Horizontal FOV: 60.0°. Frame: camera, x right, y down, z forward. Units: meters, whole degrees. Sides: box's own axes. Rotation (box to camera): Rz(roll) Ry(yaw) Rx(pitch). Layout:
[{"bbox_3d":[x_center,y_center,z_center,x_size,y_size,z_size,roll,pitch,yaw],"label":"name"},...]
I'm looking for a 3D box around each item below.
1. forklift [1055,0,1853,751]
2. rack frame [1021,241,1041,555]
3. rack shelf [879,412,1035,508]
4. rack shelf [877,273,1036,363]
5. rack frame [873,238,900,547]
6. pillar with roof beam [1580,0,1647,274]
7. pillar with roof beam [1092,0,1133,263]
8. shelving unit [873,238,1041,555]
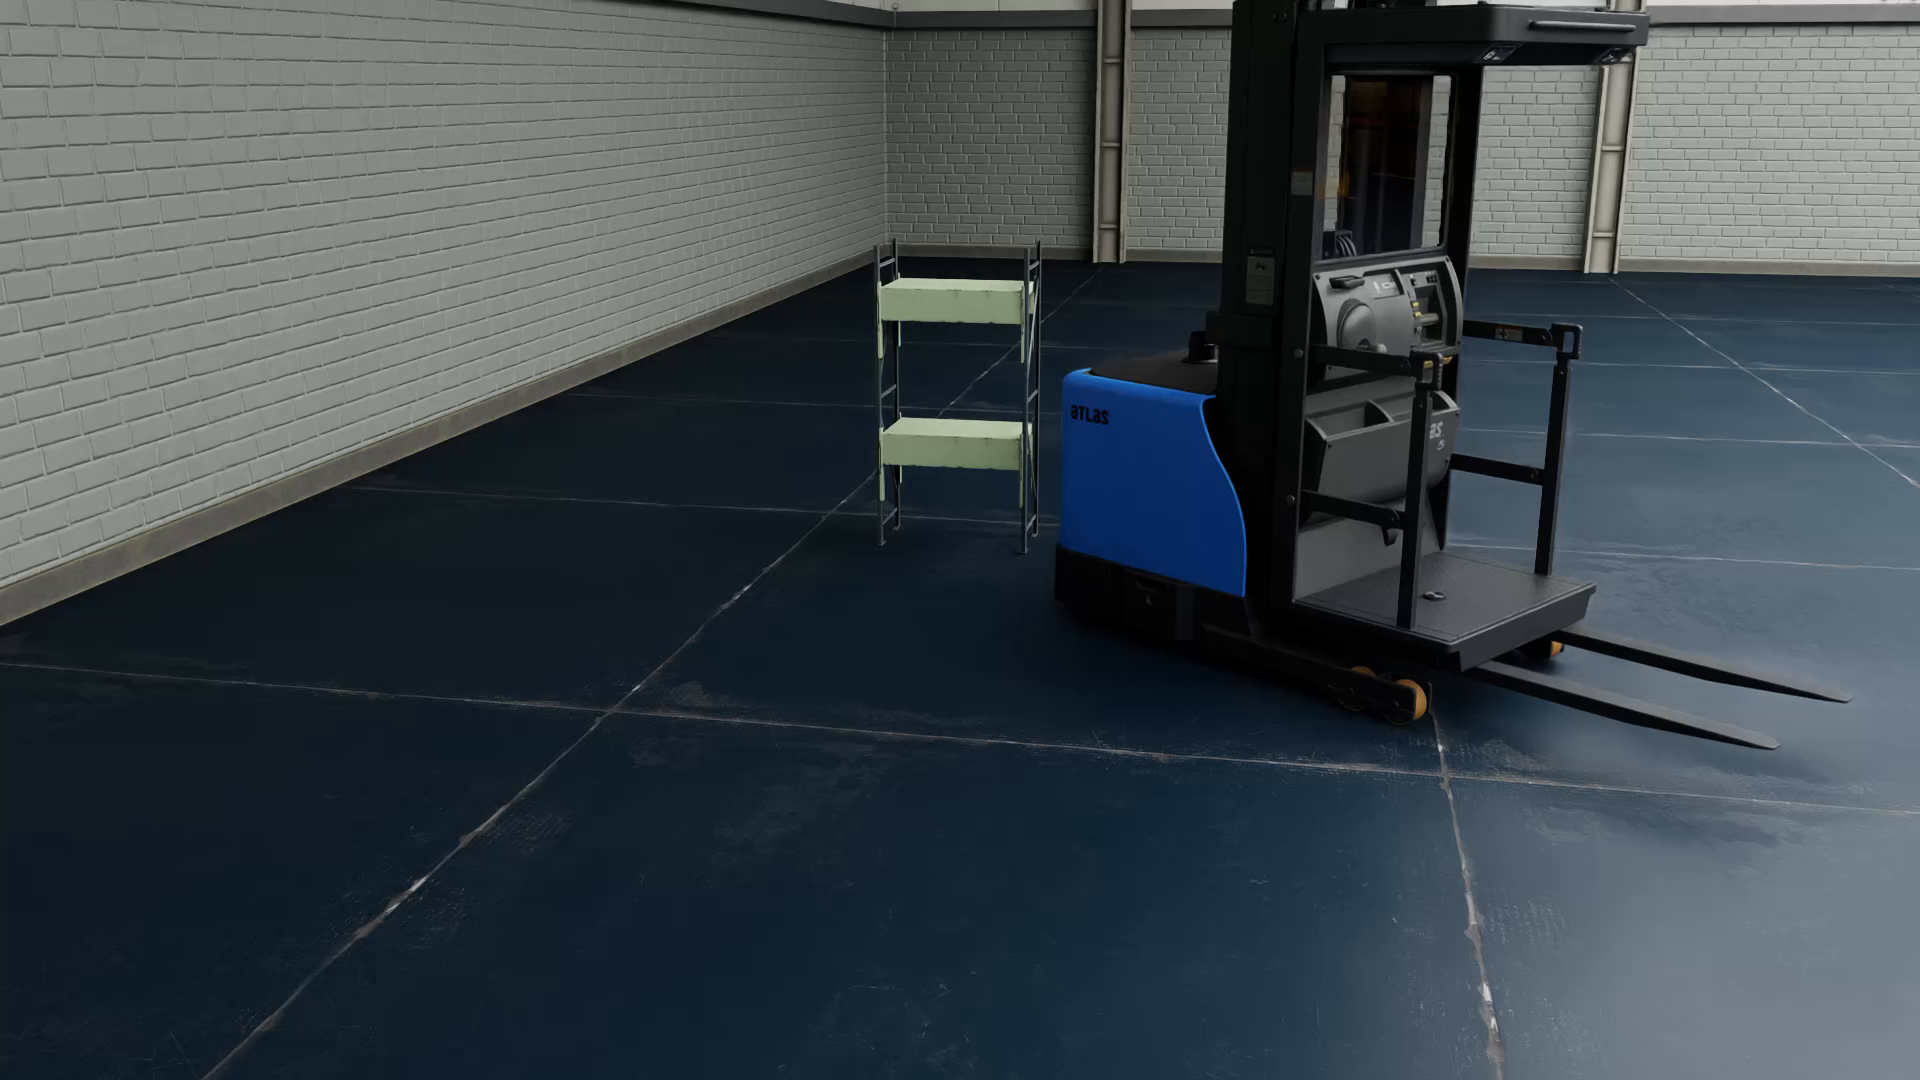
[{"bbox_3d":[1.790,-0.892,6.221,1.130,2.935,3.031,-14,21,-41],"label":"forklift"},{"bbox_3d":[0.352,-0.704,8.223,0.023,1.500,0.400,3,16,11],"label":"rack frame"},{"bbox_3d":[-0.007,-0.409,8.380,0.720,0.370,0.431,3,16,11],"label":"rack shelf"},{"bbox_3d":[-0.007,-1.099,8.189,0.720,0.370,0.431,3,16,11],"label":"rack shelf"},{"bbox_3d":[-0.365,-0.743,8.363,0.023,1.500,0.400,3,16,11],"label":"rack frame"},{"bbox_3d":[6.948,-6.488,15.055,0.400,9.000,9.100,3,16,11],"label":"pillar with roof beam"},{"bbox_3d":[1.068,-6.807,16.208,0.400,9.000,9.100,3,16,11],"label":"pillar with roof beam"},{"bbox_3d":[-0.007,-0.723,8.293,0.755,1.500,0.431,3,16,11],"label":"shelving unit"}]
